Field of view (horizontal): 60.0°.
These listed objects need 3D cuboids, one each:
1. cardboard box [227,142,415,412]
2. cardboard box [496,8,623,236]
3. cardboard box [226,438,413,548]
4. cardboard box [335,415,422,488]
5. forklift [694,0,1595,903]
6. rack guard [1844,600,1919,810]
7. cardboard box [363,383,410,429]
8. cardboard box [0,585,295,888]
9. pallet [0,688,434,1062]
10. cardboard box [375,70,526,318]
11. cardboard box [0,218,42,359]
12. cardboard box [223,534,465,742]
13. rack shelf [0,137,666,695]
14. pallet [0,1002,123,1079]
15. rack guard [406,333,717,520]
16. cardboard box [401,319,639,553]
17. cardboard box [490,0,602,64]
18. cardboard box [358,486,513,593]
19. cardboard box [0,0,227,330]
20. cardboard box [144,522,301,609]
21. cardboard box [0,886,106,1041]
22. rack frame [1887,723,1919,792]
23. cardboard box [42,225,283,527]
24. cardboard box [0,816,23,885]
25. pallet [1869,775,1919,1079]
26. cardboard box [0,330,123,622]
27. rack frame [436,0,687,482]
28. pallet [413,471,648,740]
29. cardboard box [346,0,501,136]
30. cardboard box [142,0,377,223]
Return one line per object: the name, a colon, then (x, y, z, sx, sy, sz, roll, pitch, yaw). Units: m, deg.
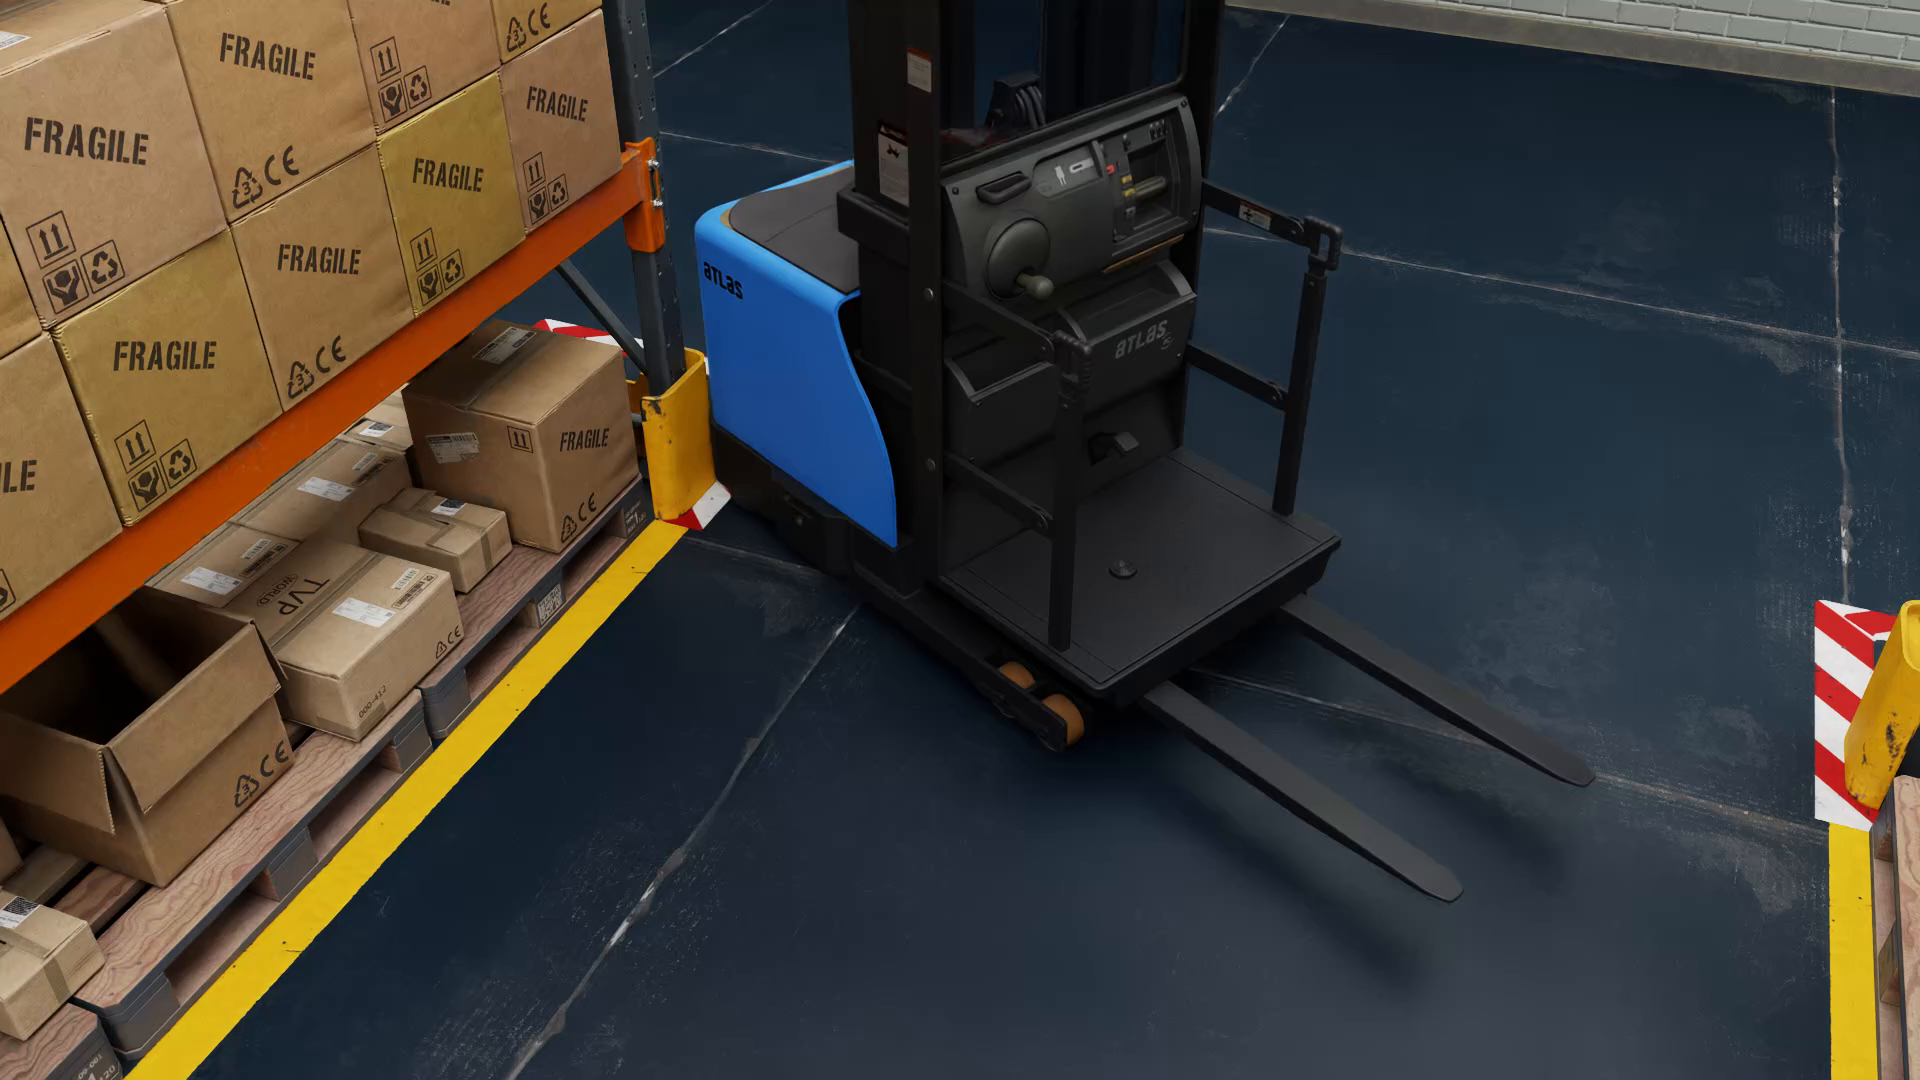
cardboard box: (-1.748, -0.696, 4.093, 0.500, 0.500, 0.500, 14, 39, 18)
cardboard box: (-1.359, -1.259, 4.846, 0.500, 0.500, 0.500, 15, 39, 19)
cardboard box: (-2.100, -0.091, 5.296, 0.500, 0.250, 0.500, 14, 39, 18)
cardboard box: (-2.012, -0.279, 5.617, 0.380, 0.166, 0.250, 14, 39, 18)
forklift: (0.475, -0.898, 4.503, 1.130, 2.935, 3.031, -28, 45, -32)
rack guard: (3.136, 0.586, 4.548, 1.175, 0.500, 0.348, 14, 39, 18)
cardboard box: (-1.917, -0.410, 5.807, 0.380, 0.149, 0.250, 14, 39, 18)
cardboard box: (-2.252, 0.468, 4.337, 0.797, 0.503, 0.637, 14, 39, 18)
pallet: (-2.237, 0.744, 4.578, 1.003, 0.211, 1.213, 14, 39, 18)
cardboard box: (-1.553, -0.971, 4.461, 0.500, 0.500, 0.500, 14, 39, 18)
cardboard box: (-2.131, -0.522, 3.025, 0.500, 0.500, 0.500, 13, 39, 16)
cardboard box: (-1.808, 0.272, 4.810, 0.500, 0.250, 0.500, 14, 39, 18)
rack shelf: (-2.201, -0.134, 4.025, 1.077, 0.370, 4.000, 14, 39, 18)
pallet: (-2.700, 1.422, 3.671, 1.003, 0.211, 1.213, 14, 39, 18)
rack guard: (-1.469, -0.486, 5.983, 1.175, 0.500, 0.348, 14, 39, 18)
cardboard box: (-1.419, -0.347, 5.430, 0.500, 0.500, 0.500, 14, 39, 18)
cardboard box: (-1.355, -1.661, 4.548, 0.500, 0.500, 0.500, 14, 39, 17)
cardboard box: (-1.657, -0.010, 5.257, 0.380, 0.166, 0.250, 14, 39, 18)
cardboard box: (-1.935, -0.809, 3.408, 0.500, 0.500, 0.500, 15, 39, 19)
cardboard box: (-2.290, 0.186, 4.925, 0.500, 0.250, 0.500, 14, 39, 18)
cardboard box: (-2.282, 0.980, 3.933, 0.380, 0.166, 0.250, 14, 39, 18)
rack frame: (3.139, -0.399, 3.778, 1.000, 3.000, 0.127, 14, 39, 18)
cardboard box: (-1.940, -0.418, 3.720, 0.500, 0.500, 0.500, 13, 39, 17)
cardboard box: (-2.722, 0.791, 4.065, 0.500, 0.311, 0.500, 14, 39, 18)
pallet: (2.790, 1.166, 4.014, 1.003, 0.211, 1.213, 14, 39, 18)
cardboard box: (-2.132, -0.136, 3.342, 0.500, 0.500, 0.500, 14, 39, 18)
rack frame: (-1.440, -1.529, 5.291, 1.000, 3.000, 0.127, 14, 39, 18)
pallet: (-1.771, 0.071, 5.479, 1.003, 0.211, 1.213, 14, 39, 18)
cardboard box: (-1.547, -1.381, 4.173, 0.500, 0.500, 0.500, 15, 39, 19)
cardboard box: (-1.740, -1.093, 3.788, 0.500, 0.500, 0.500, 15, 39, 19)
